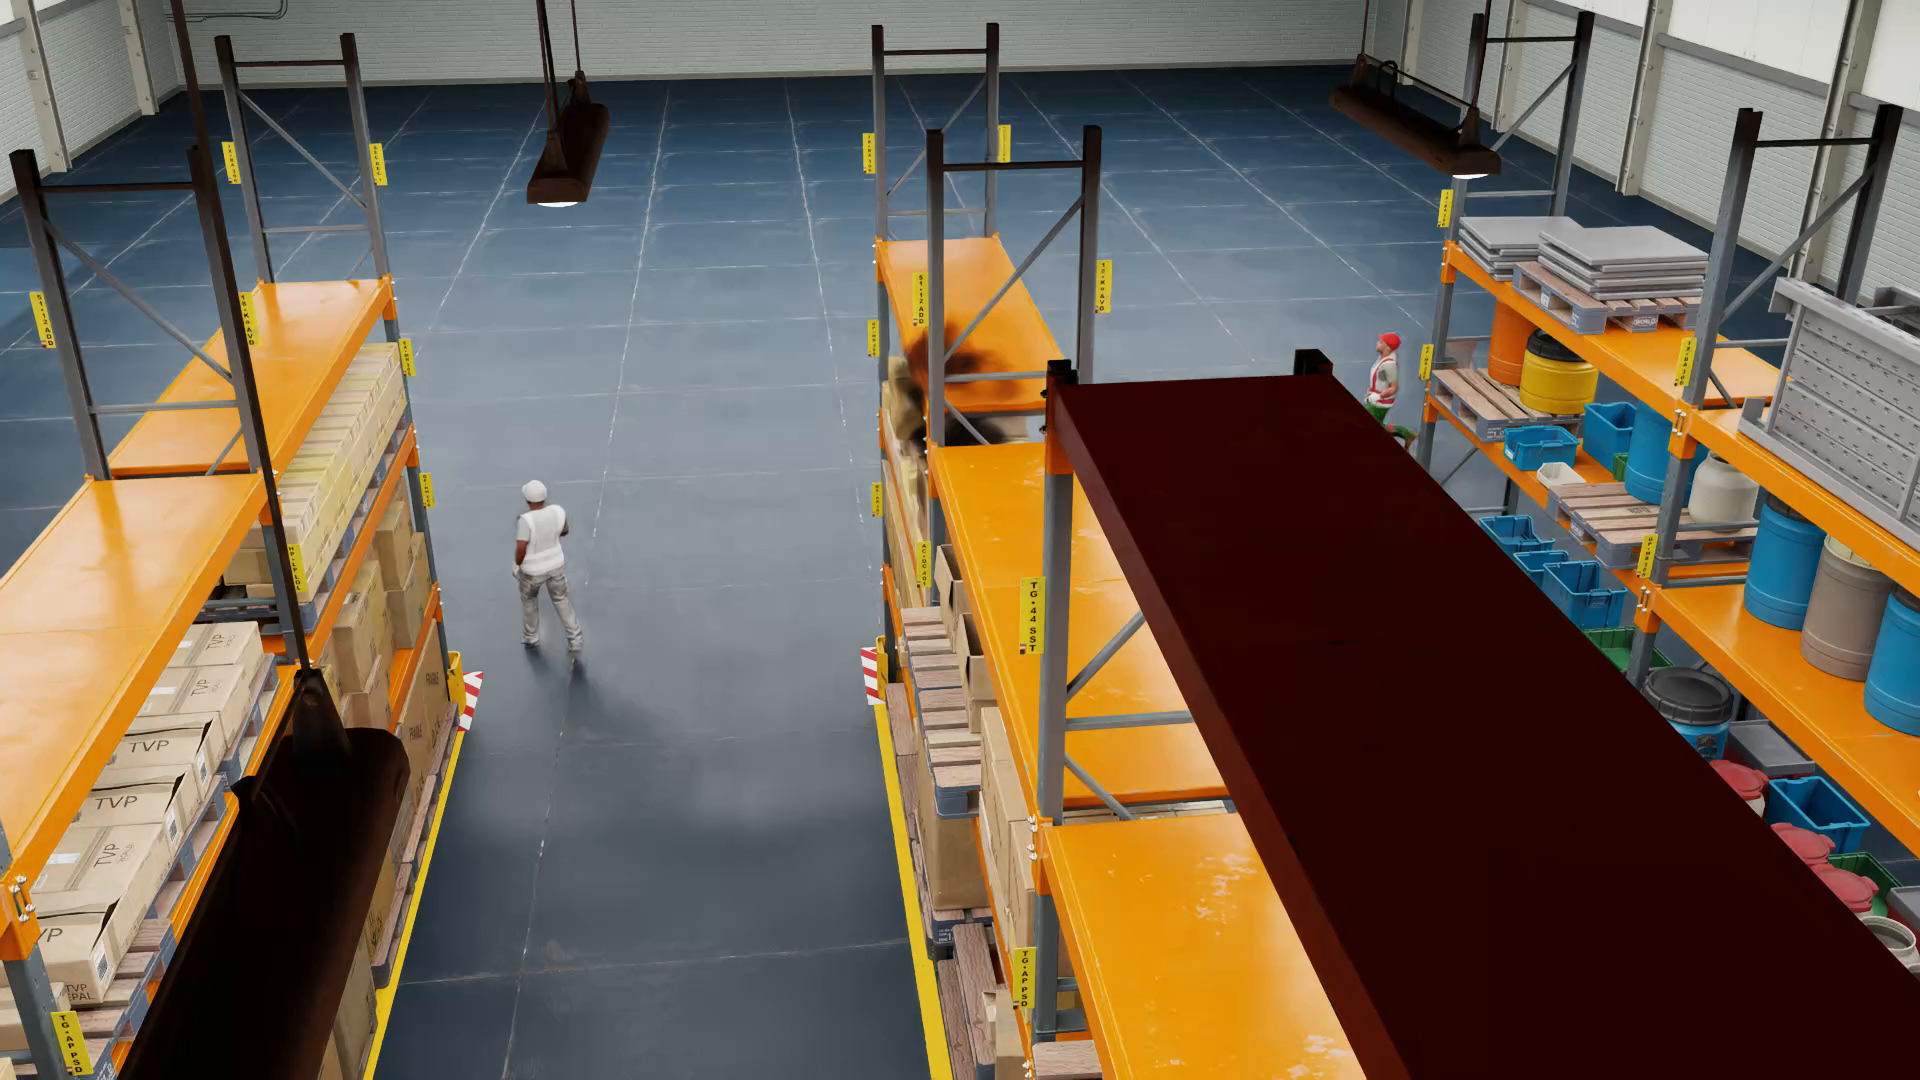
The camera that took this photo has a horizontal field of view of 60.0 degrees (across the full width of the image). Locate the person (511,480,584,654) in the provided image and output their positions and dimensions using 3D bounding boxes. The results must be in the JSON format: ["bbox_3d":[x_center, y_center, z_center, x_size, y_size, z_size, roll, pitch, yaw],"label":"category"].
[{"bbox_3d":[-3.971,0.277,15.822,0.681,1.821,0.897,-20,32,-35],"label":"person"}]

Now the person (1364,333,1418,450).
[{"bbox_3d":[5.093,-1.661,20.011,0.840,1.740,0.654,8,27,17],"label":"person"}]
